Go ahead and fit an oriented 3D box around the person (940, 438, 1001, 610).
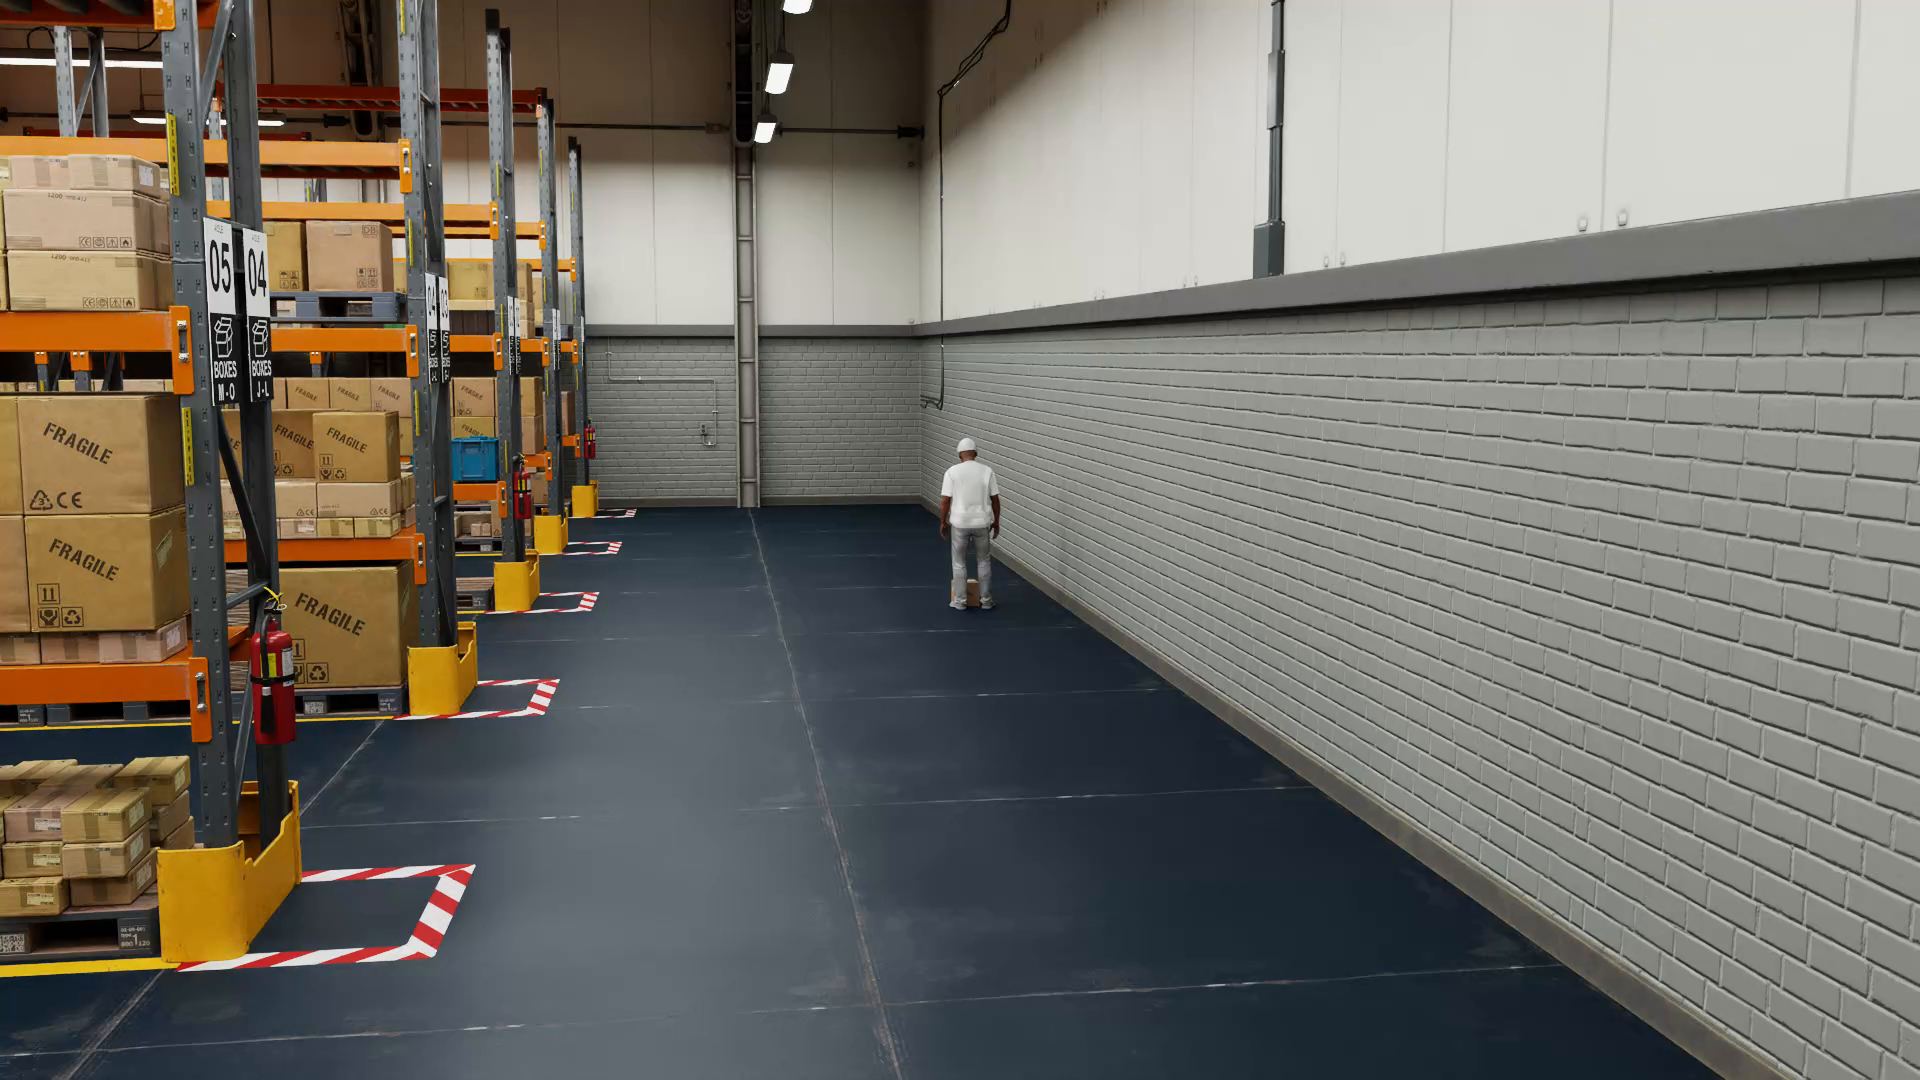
[{"bbox_3d":[0.106,-0.167,17.125,0.628,1.758,0.456,-1,7,-8],"label":"person"}]
